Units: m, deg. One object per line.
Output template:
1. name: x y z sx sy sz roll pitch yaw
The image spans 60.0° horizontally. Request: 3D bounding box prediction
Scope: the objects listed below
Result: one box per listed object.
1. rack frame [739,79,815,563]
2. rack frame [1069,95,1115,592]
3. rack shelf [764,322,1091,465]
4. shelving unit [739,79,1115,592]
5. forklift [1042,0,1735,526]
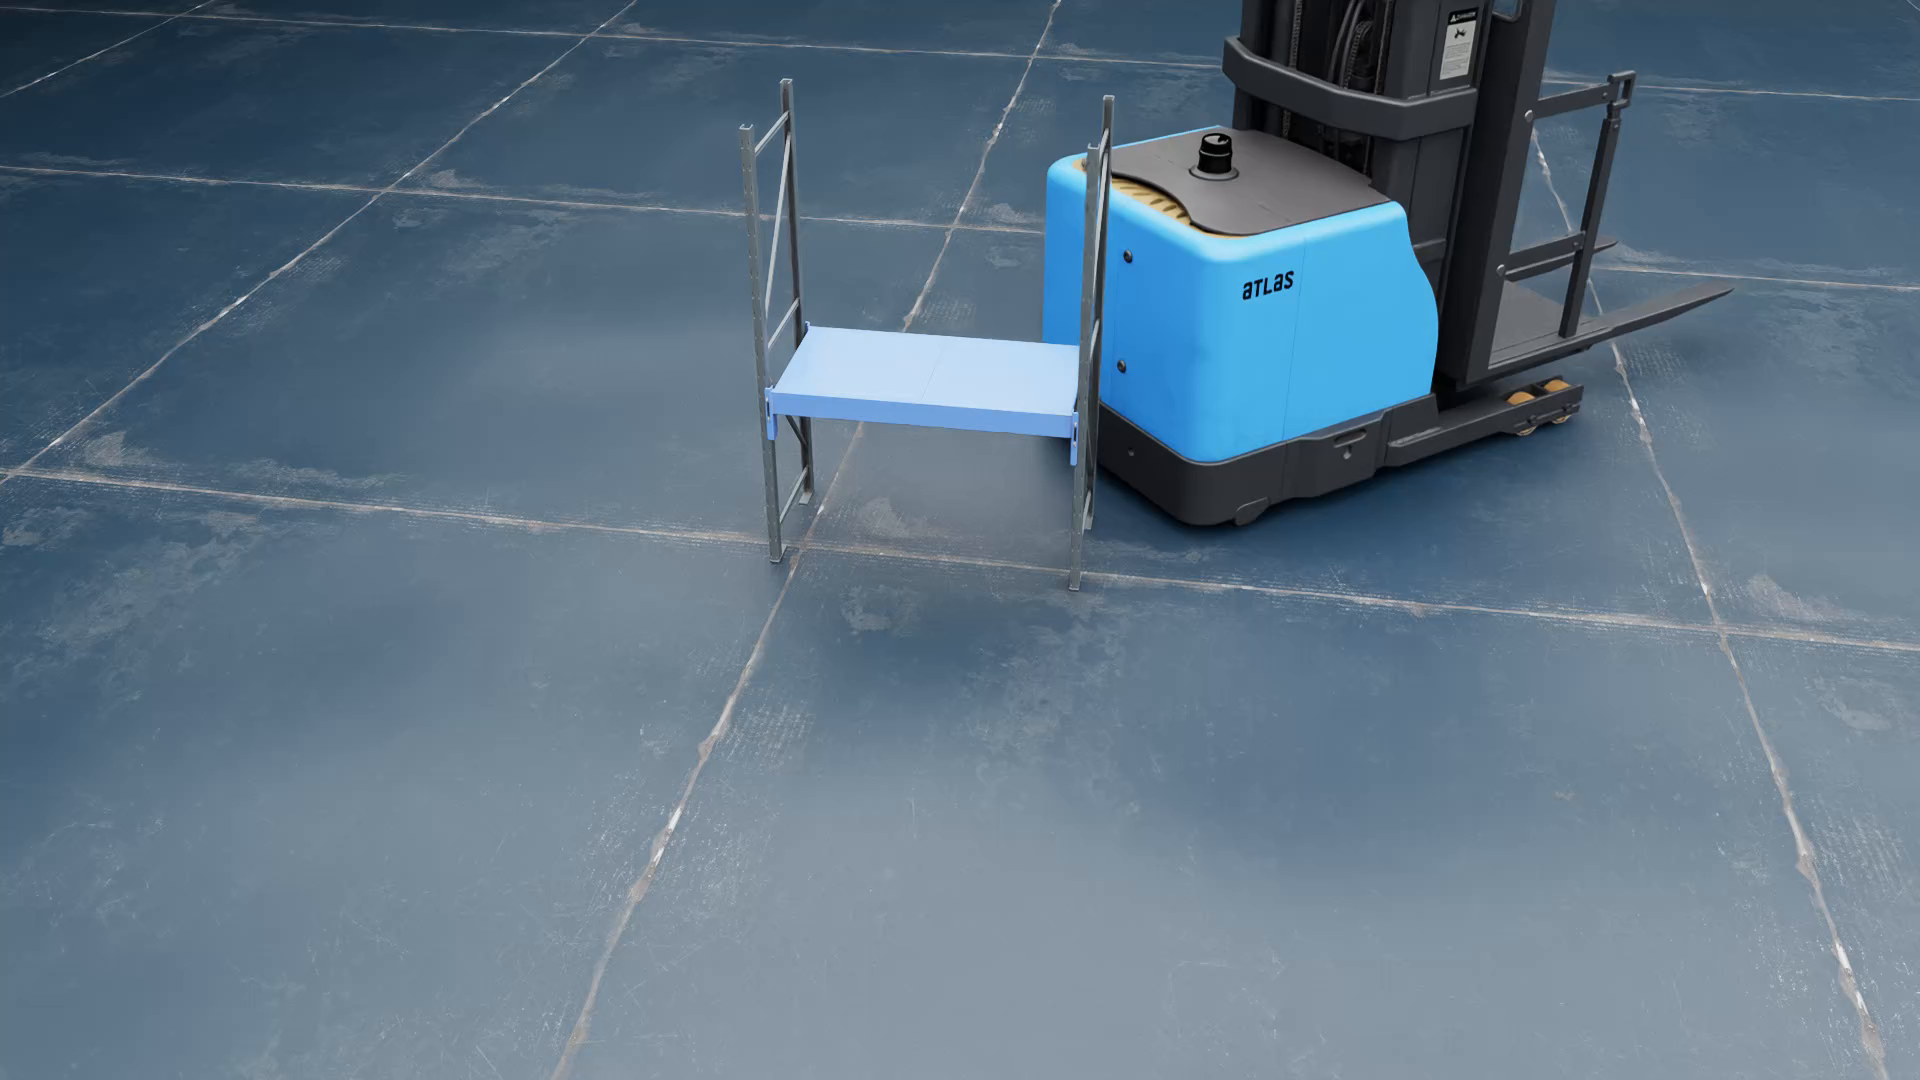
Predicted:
1. rack frame: -0.585 -0.689 5.437 0.032 1.500 0.500 5 32 8
2. rack frame: 0.417 -0.598 5.292 0.032 1.500 0.500 5 32 8
3. rack shelf: -0.084 -0.491 5.460 1.000 0.185 0.538 5 32 8
4. shelving unit: -0.084 -0.643 5.364 1.048 1.500 0.538 5 32 8
5. forklift: 1.820 -1.863 5.964 3.031 2.935 1.130 -18 36 -26
